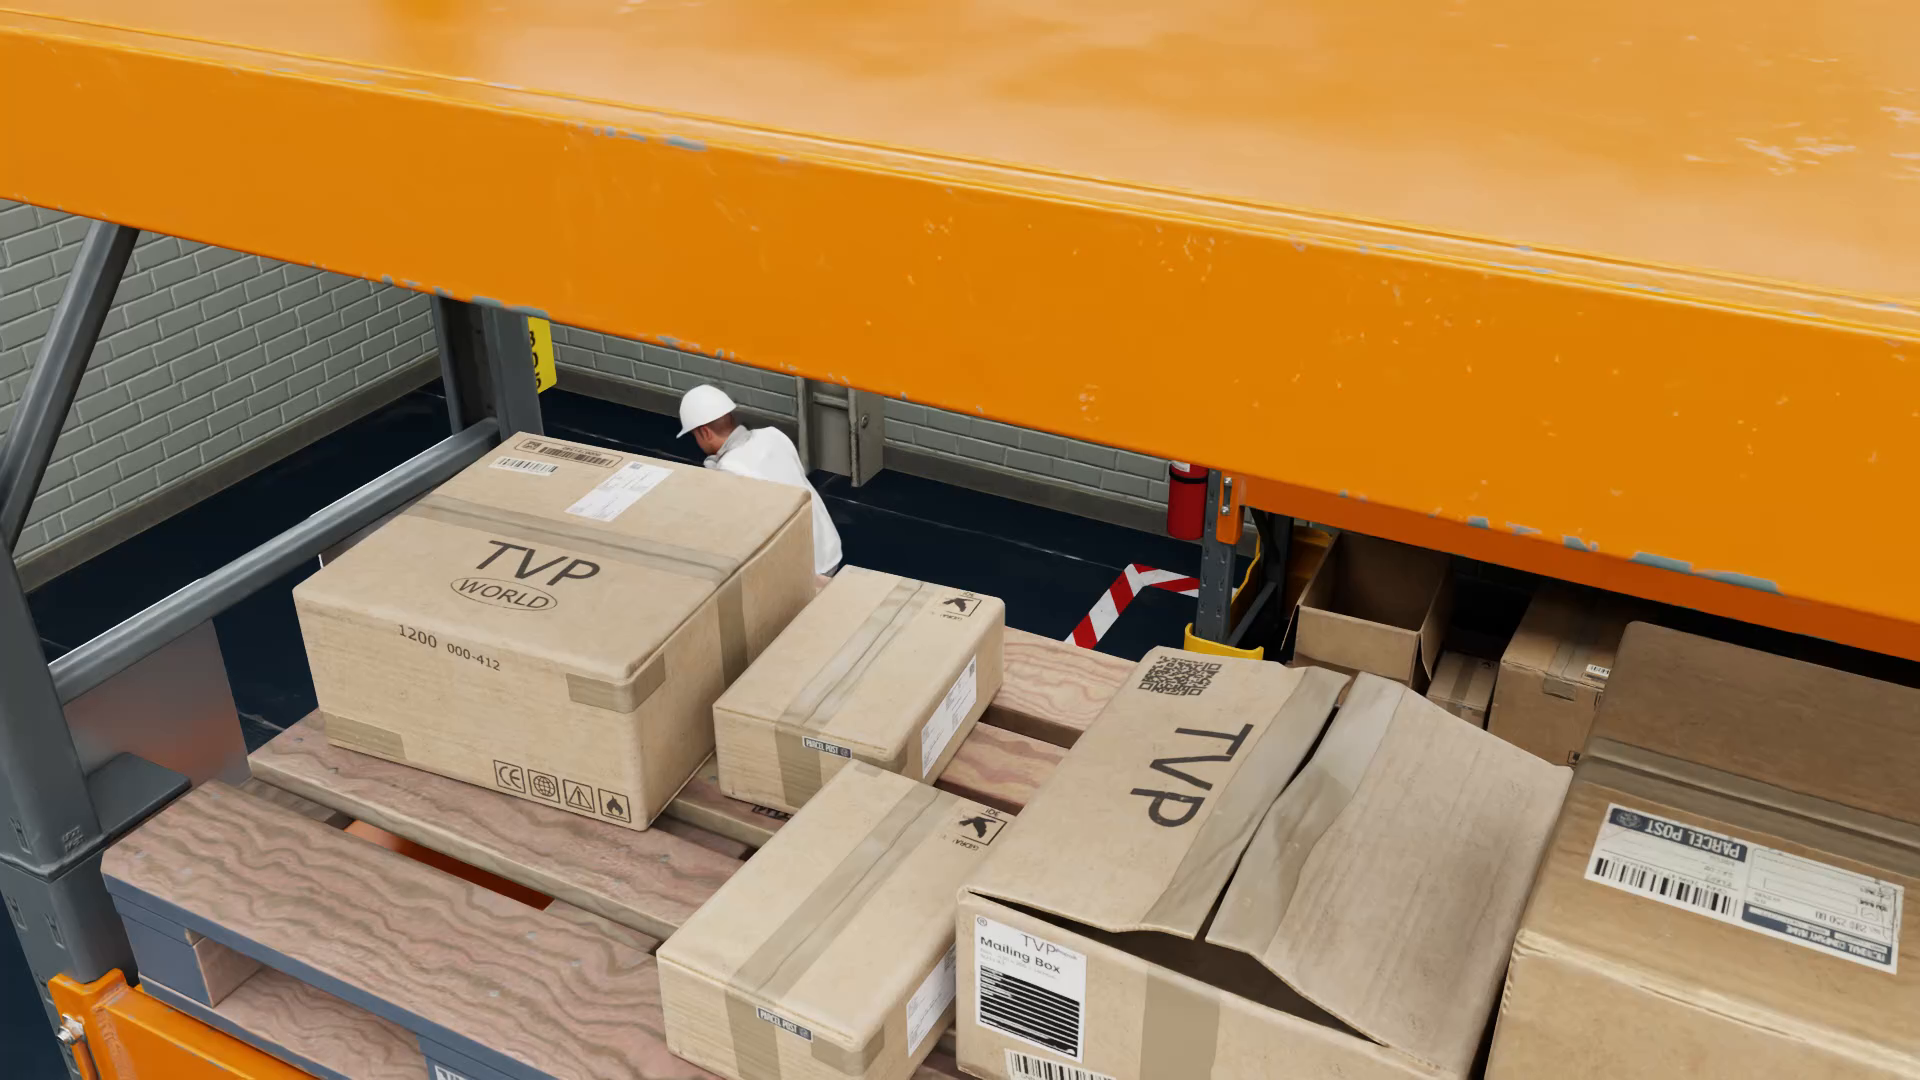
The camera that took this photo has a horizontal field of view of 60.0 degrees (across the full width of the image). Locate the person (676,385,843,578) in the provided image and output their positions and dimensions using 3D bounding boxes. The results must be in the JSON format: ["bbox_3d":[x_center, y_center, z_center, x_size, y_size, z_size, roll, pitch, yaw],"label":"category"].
[{"bbox_3d":[-0.870,0.093,7.165,0.663,1.559,0.588,15,33,24],"label":"person"}]
